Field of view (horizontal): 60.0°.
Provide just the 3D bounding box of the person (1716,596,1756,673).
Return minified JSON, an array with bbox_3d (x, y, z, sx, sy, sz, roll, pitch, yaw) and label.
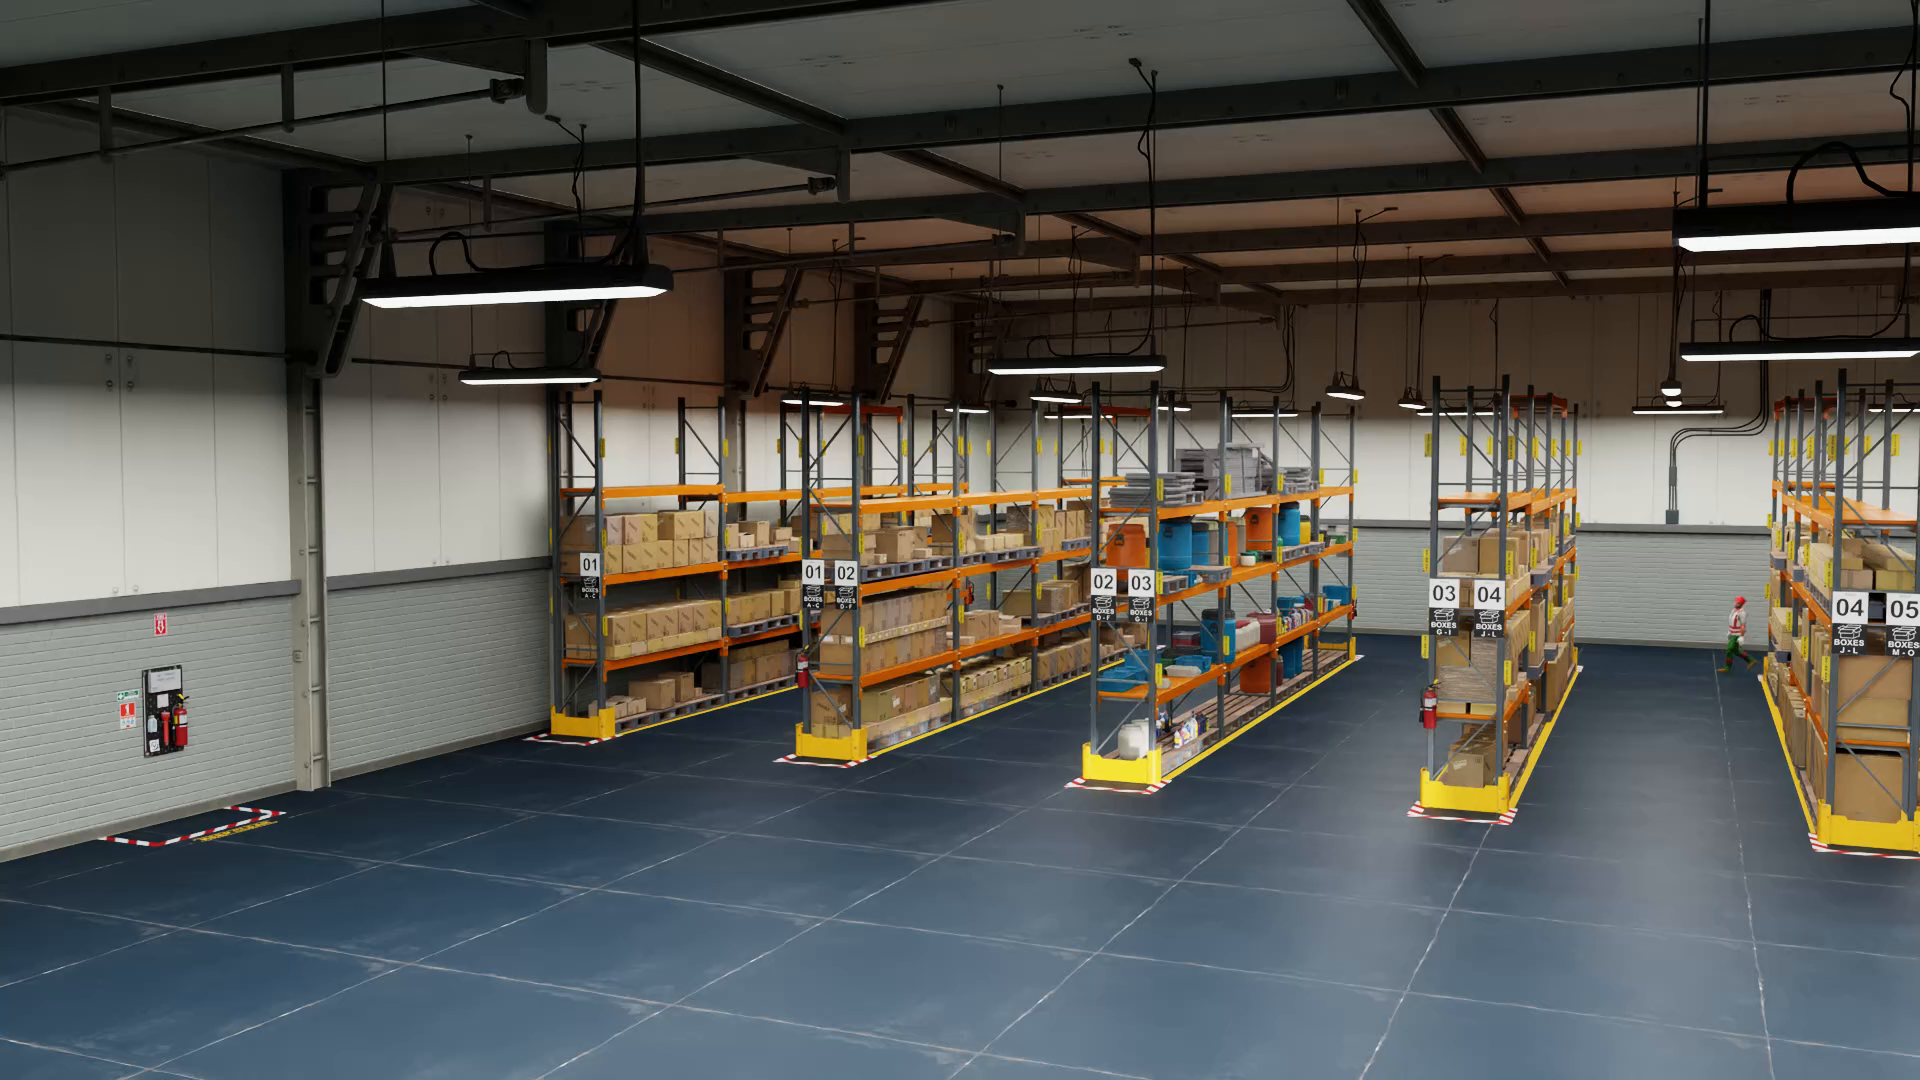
[{"bbox_3d":[17.254,2.101,36.784,0.904,1.743,0.557,0,3,0],"label":"person"}]
